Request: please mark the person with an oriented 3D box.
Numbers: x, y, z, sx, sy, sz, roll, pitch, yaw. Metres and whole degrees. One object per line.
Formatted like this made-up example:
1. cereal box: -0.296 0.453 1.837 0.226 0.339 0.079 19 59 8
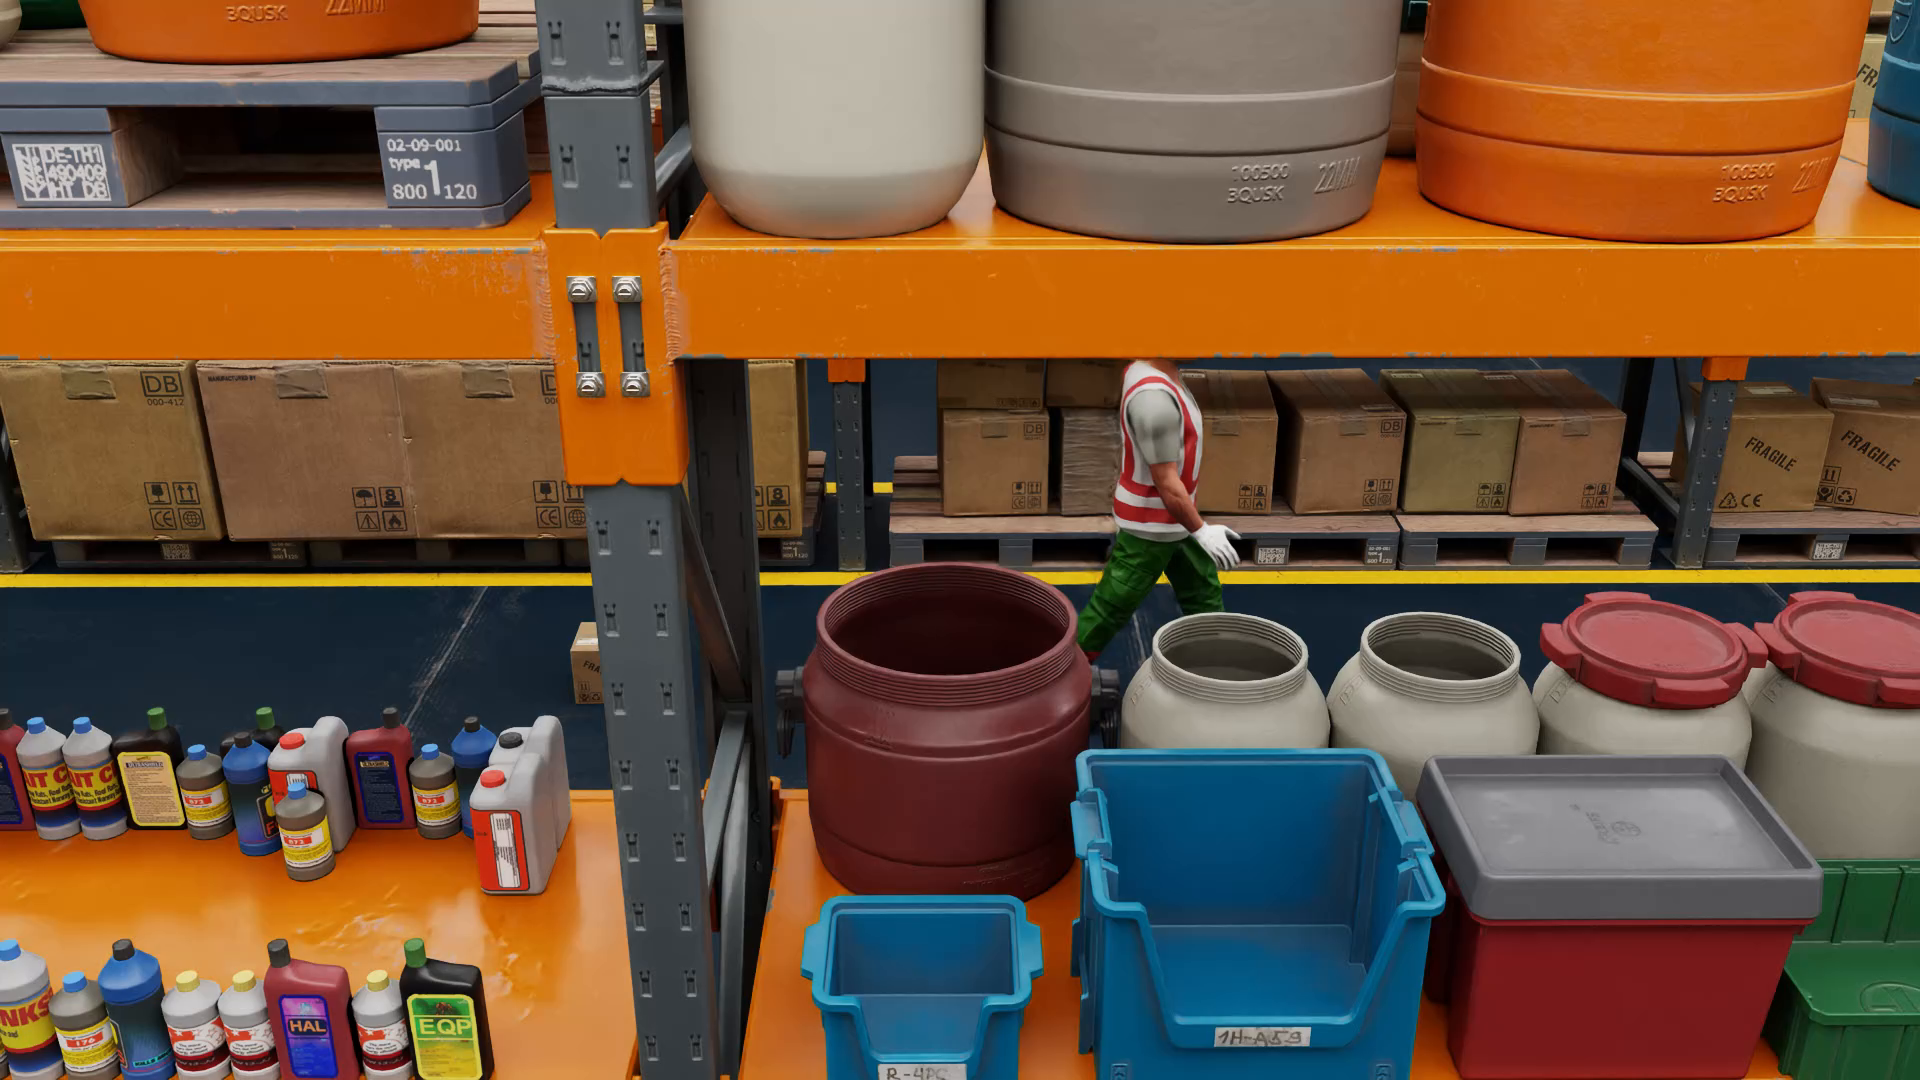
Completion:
1. person: 0.829 -0.087 6.216 1.035 1.724 0.540 4 24 9
